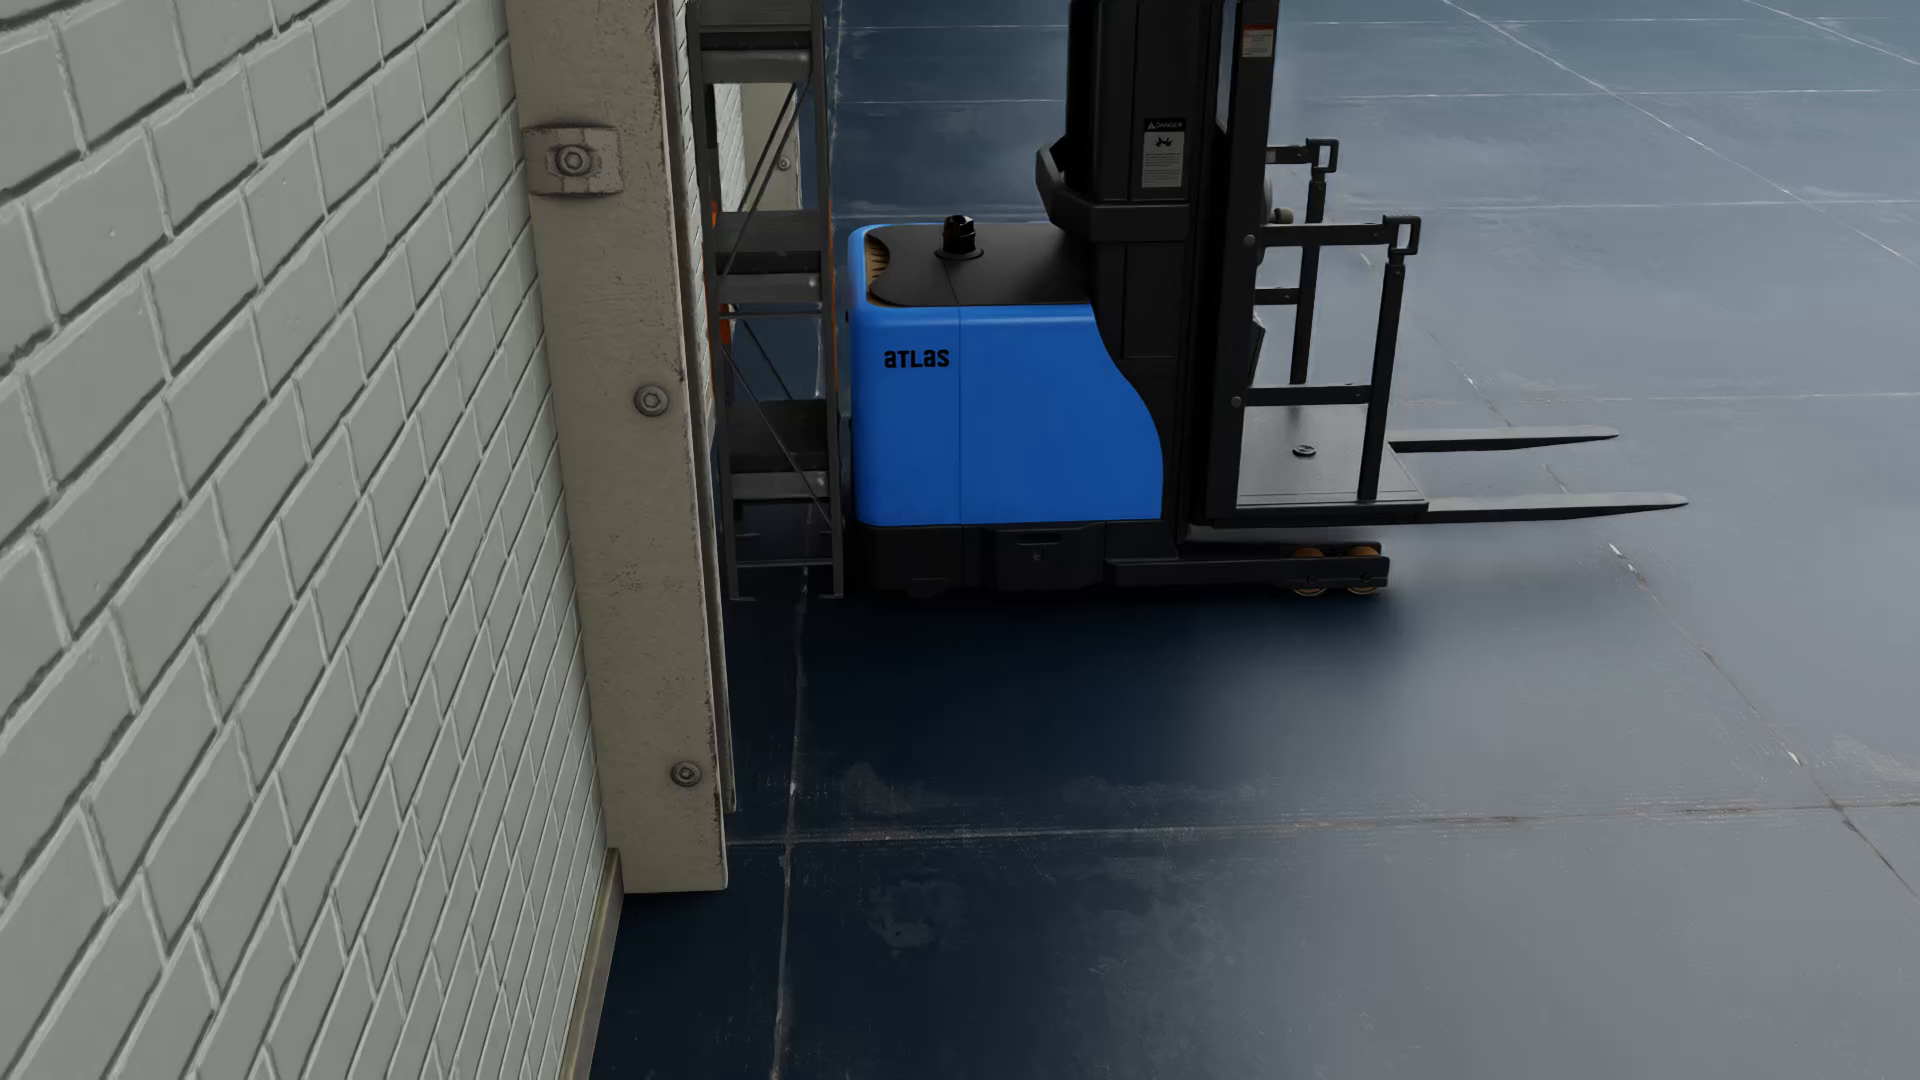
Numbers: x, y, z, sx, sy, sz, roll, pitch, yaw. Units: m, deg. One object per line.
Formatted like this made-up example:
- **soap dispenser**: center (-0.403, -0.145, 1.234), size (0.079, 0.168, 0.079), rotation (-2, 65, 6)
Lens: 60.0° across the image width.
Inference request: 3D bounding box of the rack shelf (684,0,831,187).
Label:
- **rack shelf**: center (-0.628, -1.443, 5.262), size (0.431, 0.518, 0.480), rotation (-2, 28, -4)

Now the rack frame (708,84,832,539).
- **rack frame**: center (-0.647, -0.947, 5.795), size (0.400, 2.100, 0.015), rotation (-2, 28, -4)

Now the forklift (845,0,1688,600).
- **forklift**: center (1.110, -1.345, 5.660), size (3.031, 2.935, 1.130), rotation (-2, 28, -3)

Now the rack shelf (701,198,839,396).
- **rack shelf**: center (-0.628, -0.823, 5.586), size (0.431, 0.518, 0.480), rotation (-2, 28, -4)

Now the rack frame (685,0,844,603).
- **rack frame**: center (-0.609, -0.722, 5.364), size (0.400, 2.100, 0.015), rotation (-2, 28, -4)

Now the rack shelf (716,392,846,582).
- **rack shelf**: center (-0.628, -0.202, 5.910), size (0.431, 0.518, 0.480), rotation (-2, 28, -4)

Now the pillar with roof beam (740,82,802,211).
- **pillar with roof beam**: center (3.196, -6.016, 8.054), size (9.100, 9.000, 0.400), rotation (-1, 28, -3)

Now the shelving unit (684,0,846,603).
- **shelving unit**: center (-0.628, -0.835, 5.580), size (0.431, 2.100, 0.503), rotation (-2, 28, -4)
